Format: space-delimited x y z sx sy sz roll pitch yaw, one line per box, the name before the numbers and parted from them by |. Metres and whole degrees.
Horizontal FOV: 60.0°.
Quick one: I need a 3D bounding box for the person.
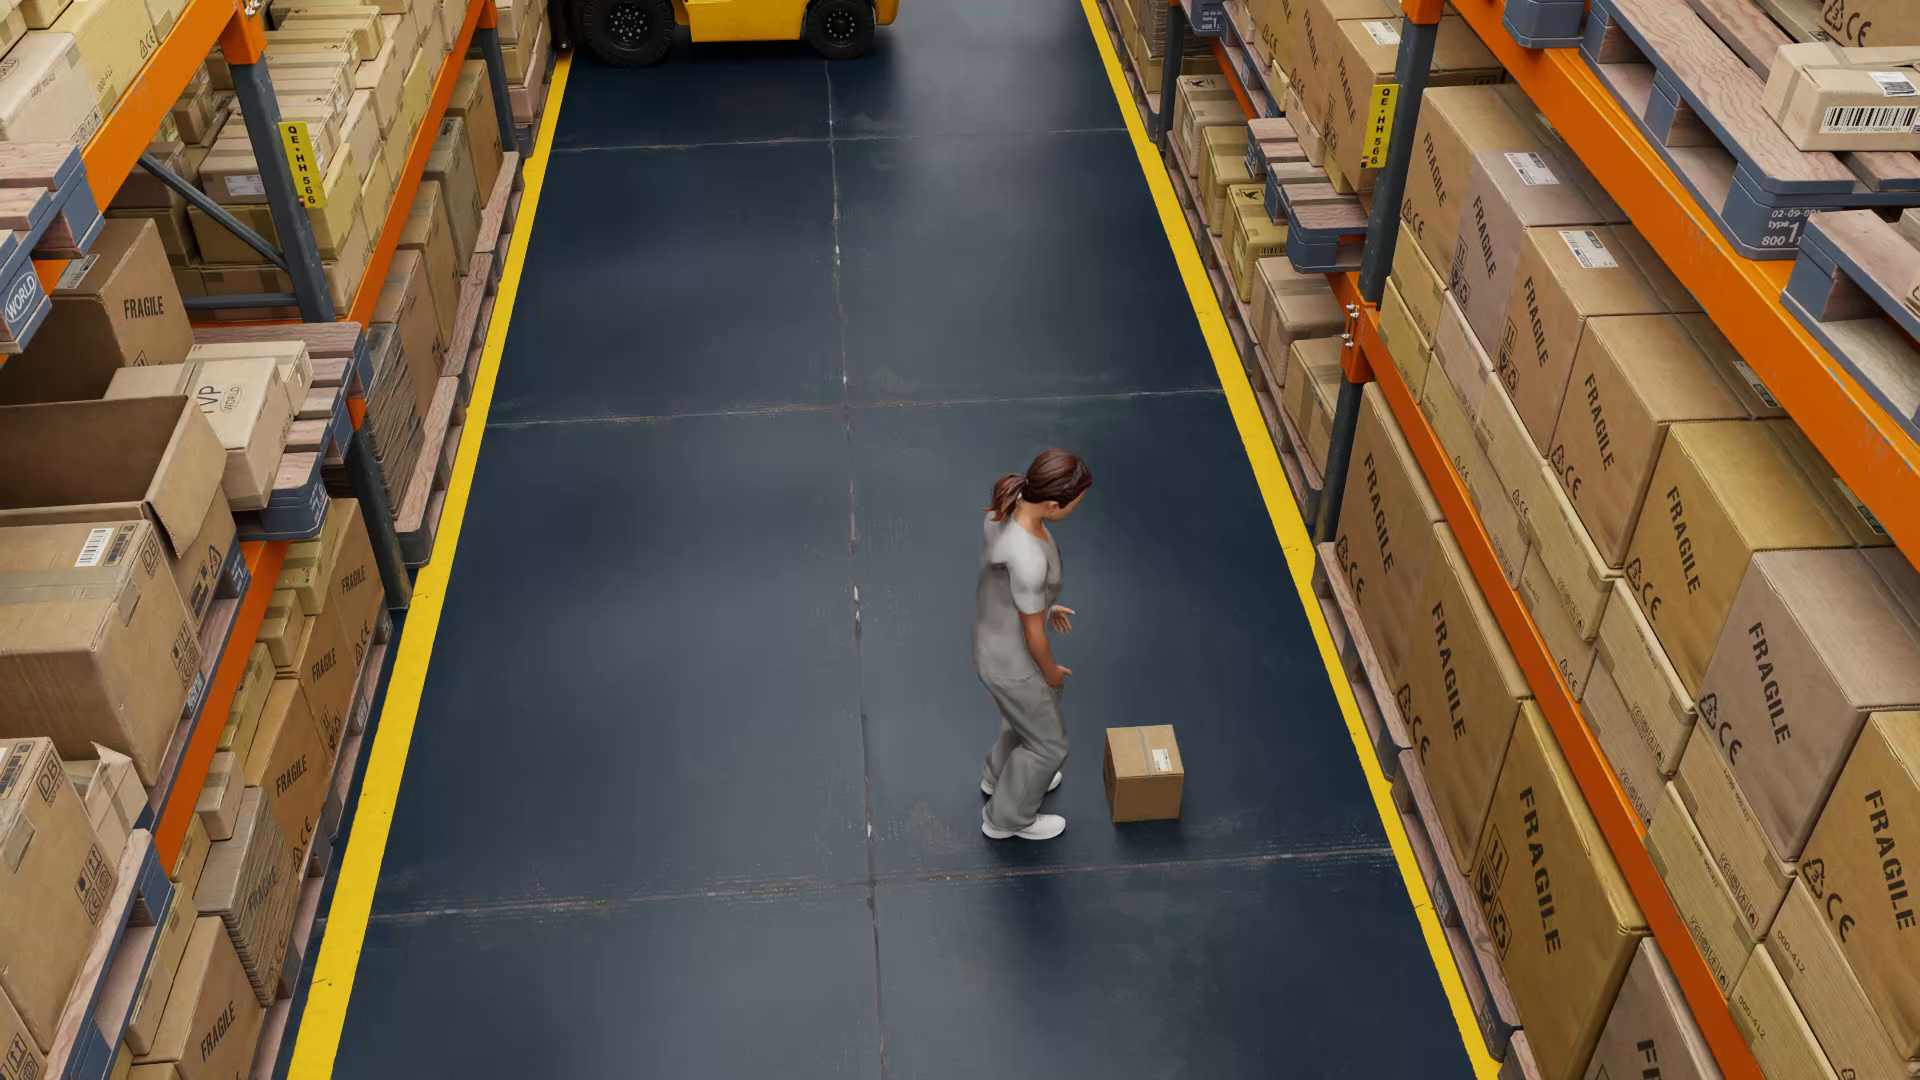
person | 0.228 0.360 5.761 0.388 1.627 0.461 -2 39 -3
